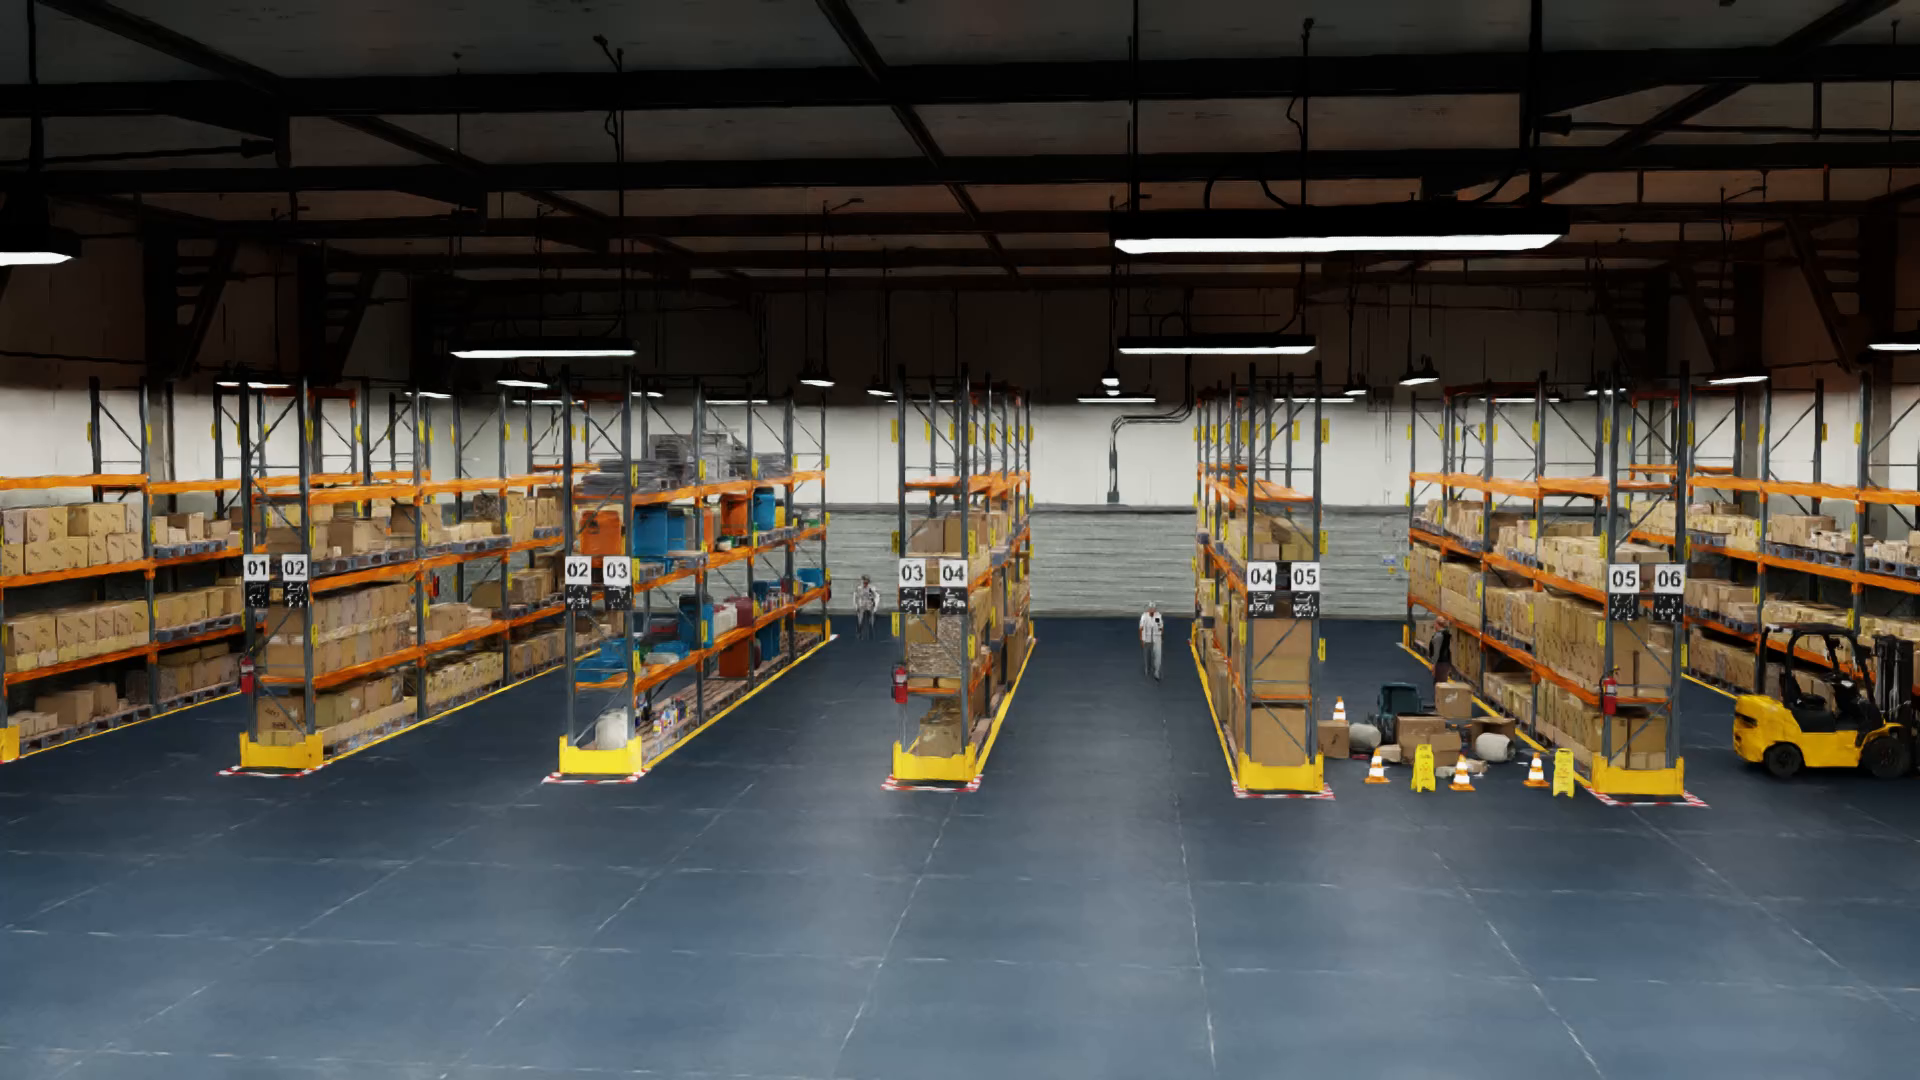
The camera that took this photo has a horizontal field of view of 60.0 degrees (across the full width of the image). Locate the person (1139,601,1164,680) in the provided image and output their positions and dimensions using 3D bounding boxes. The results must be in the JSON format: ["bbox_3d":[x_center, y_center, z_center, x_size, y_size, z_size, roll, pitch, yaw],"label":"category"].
[{"bbox_3d":[3.897,2.027,33.835,0.497,1.583,1.090,1,4,8],"label":"person"}]

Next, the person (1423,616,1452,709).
[{"bbox_3d":[8.563,2.217,29.770,0.576,1.718,0.626,2,4,29],"label":"person"}]

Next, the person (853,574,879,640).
[{"bbox_3d":[-2.266,1.625,40.159,0.639,1.620,0.506,0,4,3],"label":"person"}]

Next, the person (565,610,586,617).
[{"bbox_3d":[-9.874,1.369,42.748,0.568,1.755,0.740,4,5,44],"label":"person"}]
